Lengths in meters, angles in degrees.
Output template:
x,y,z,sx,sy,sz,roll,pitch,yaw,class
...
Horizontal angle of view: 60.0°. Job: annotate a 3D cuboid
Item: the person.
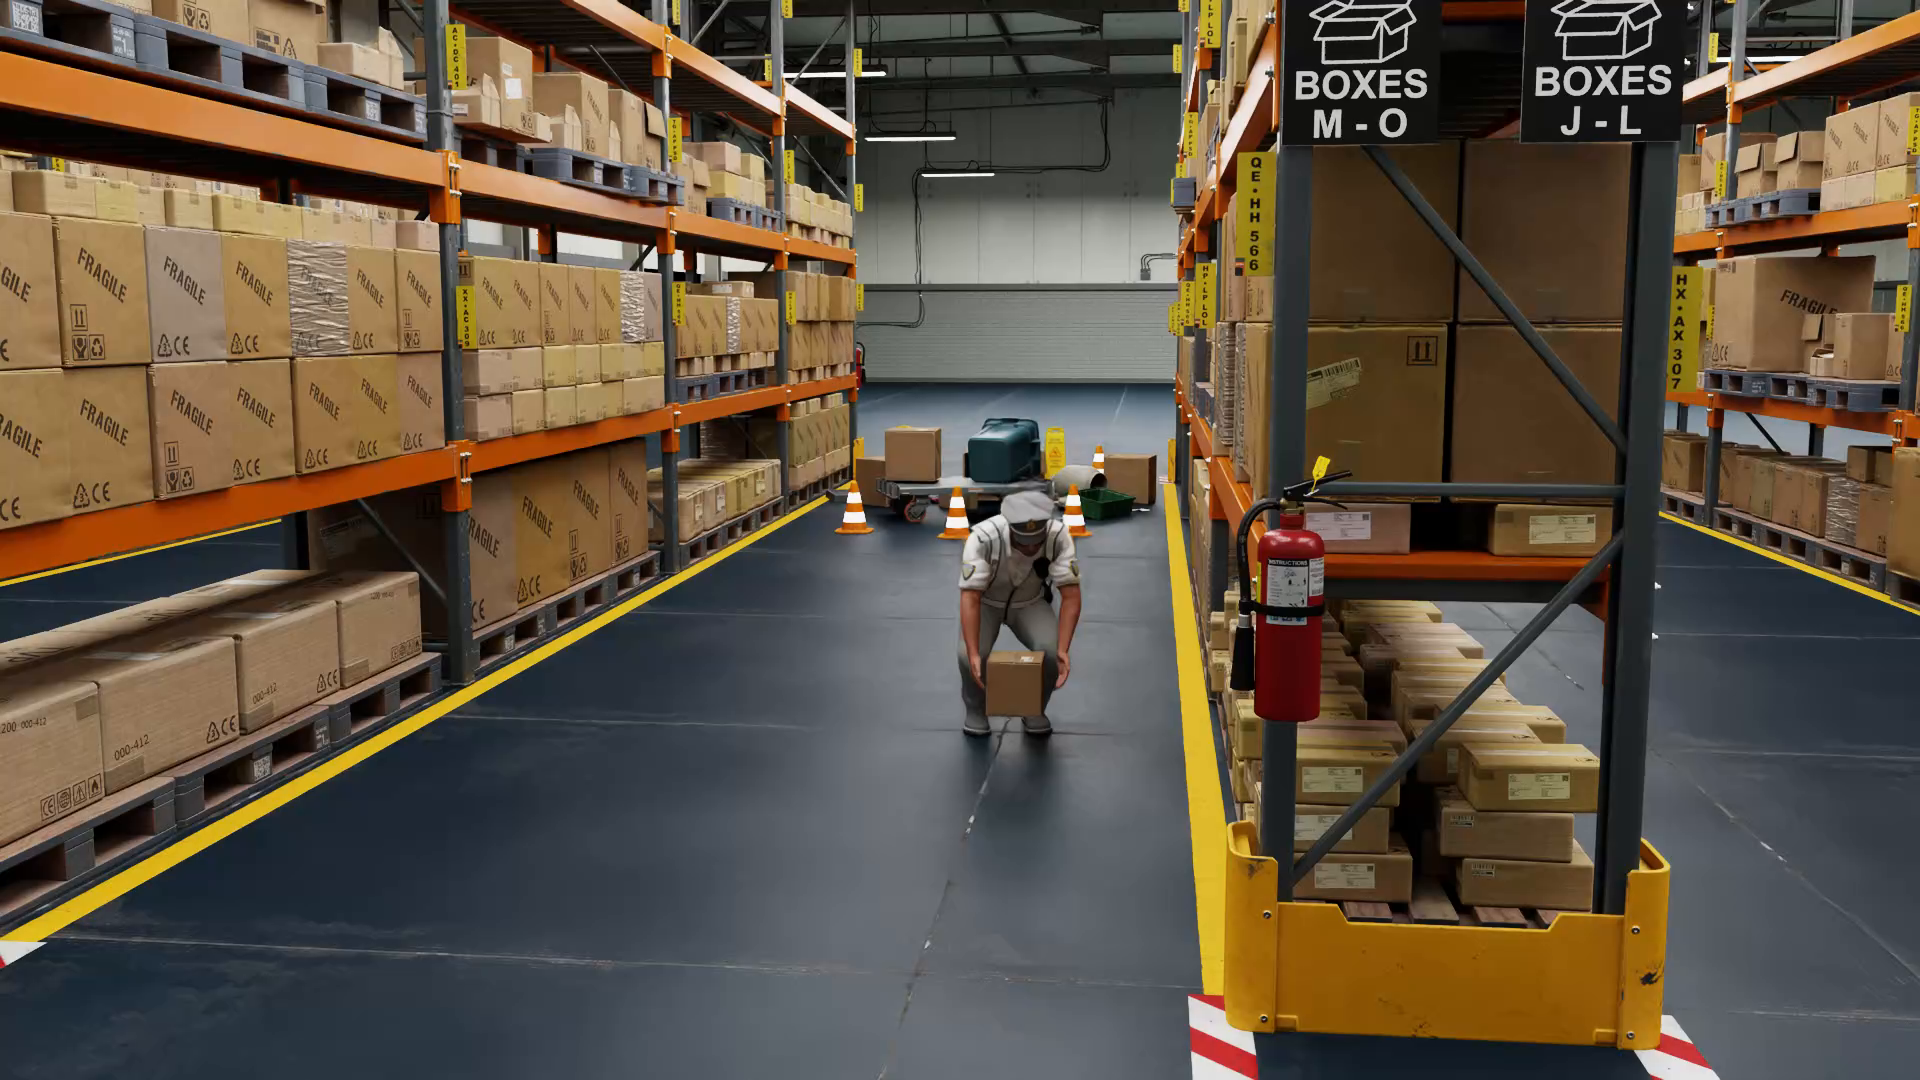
x,y,z,sx,sy,sz,roll,pitch,yaw,class
0.270,0.342,7.871,0.577,1.183,0.898,0,8,-3,person
